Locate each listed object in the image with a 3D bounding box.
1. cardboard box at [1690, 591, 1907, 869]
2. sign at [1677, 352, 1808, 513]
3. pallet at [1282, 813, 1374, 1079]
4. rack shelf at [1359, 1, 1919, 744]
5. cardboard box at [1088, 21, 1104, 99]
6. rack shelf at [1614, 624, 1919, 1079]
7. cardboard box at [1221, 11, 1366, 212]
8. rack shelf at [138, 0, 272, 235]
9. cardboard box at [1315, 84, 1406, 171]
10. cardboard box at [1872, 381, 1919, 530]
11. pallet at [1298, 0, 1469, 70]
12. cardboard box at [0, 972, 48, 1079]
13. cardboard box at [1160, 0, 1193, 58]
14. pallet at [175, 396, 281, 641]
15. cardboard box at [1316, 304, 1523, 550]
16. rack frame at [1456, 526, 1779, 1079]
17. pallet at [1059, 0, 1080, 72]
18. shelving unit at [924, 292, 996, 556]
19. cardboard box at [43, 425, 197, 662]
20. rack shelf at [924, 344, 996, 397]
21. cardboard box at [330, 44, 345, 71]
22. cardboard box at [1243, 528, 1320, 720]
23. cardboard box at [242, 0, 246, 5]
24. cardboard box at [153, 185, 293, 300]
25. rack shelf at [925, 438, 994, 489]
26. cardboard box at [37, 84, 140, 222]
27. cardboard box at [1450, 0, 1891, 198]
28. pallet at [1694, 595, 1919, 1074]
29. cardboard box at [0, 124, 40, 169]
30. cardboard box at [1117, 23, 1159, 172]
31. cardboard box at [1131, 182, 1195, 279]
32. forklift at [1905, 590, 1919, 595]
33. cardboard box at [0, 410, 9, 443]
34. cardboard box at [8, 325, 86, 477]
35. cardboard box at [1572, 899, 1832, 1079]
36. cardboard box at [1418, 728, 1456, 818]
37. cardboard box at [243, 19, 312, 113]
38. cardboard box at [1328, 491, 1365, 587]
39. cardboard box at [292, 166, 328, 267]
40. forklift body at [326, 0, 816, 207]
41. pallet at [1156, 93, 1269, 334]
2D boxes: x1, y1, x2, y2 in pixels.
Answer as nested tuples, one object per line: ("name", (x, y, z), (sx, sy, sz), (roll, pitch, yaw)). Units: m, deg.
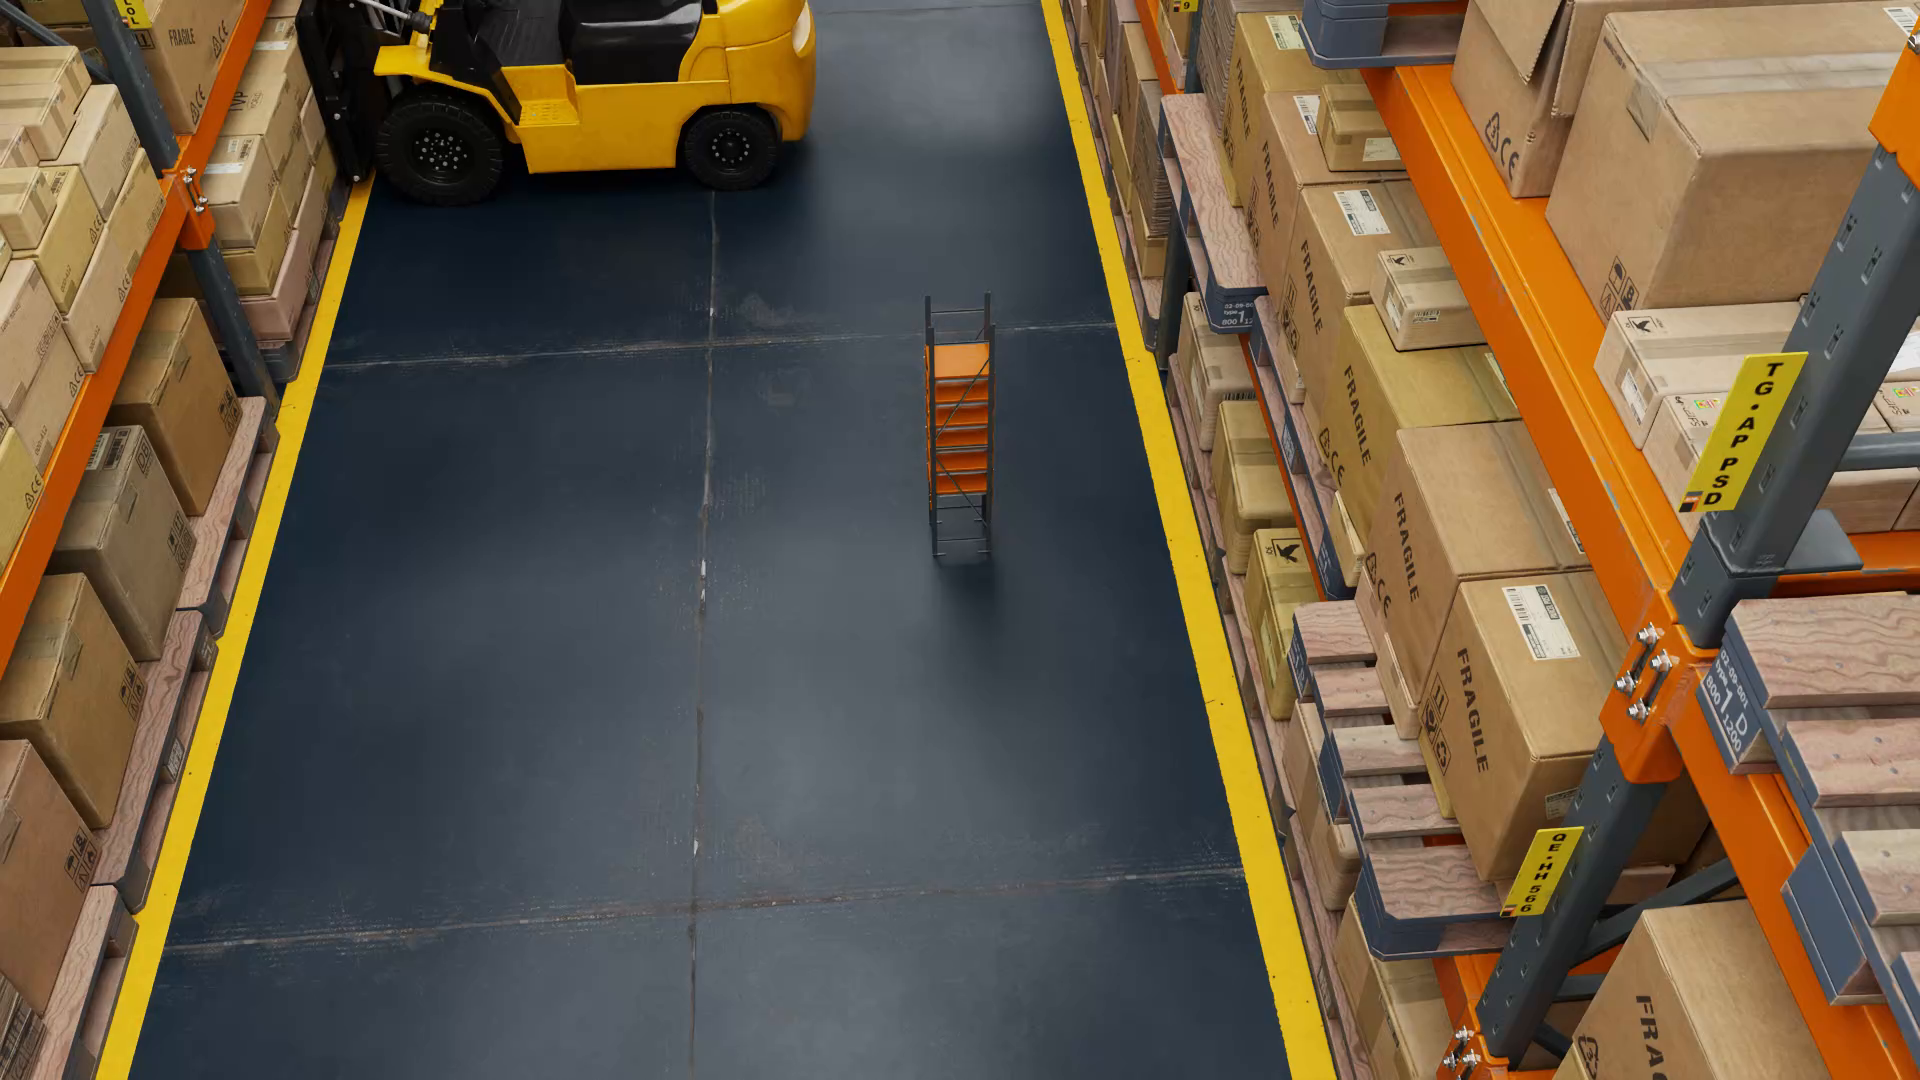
("cardboard box", (1.932, 0.397, 3.881), (0.500, 0.500, 0.500), (-5, 47, -4))
("sign", (1.199, -0.160, 2.550), (0.100, 0.325, 0.005), (-3, 47, -3))
("pallet", (1.676, 1.411, 5.404), (1.003, 0.211, 1.213), (-3, 47, -3))
("rack shelf", (1.572, -1.213, 4.399), (1.077, 0.370, 4.000), (-3, 47, -3))
("cardboard box", (0.955, -2.605, 8.892), (0.500, 0.250, 0.500), (-1, 47, -1))
("rack shelf", (1.907, 1.681, 1.658), (1.077, 0.370, 4.000), (-3, 47, -3))
("cardboard box", (1.201, -1.438, 5.620), (0.500, 0.500, 0.500), (-3, 47, -3))
("rack shelf", (-3.709, -2.771, 7.941), (1.077, 0.370, 4.000), (-3, 47, -3))
("cardboard box", (1.285, -1.239, 4.984), (0.380, 0.149, 0.250), (-1, 47, -1))
("cardboard box", (1.883, -0.165, 3.084), (0.380, 0.149, 0.250), (-3, 47, -3))
("pallet", (1.440, -1.640, 4.437), (1.213, 0.211, 1.003), (-3, 47, -3))
("cardboard box", (-3.245, 1.543, 4.706), (0.875, 0.625, 0.625), (-2, 47, -2))
("cardboard box", (1.120, -2.319, 6.743), (0.500, 0.500, 0.500), (-5, 47, -4))
("pallet", (-3.441, -0.082, 6.819), (1.003, 0.211, 1.213), (-3, 47, -3))
("cardboard box", (1.327, -0.313, 4.554), (0.500, 0.500, 0.500), (-6, 47, -6))
("rack frame", (1.739, 1.018, 3.856), (1.000, 3.000, 0.127), (-3, 47, -3))
("pallet", (1.109, -3.166, 9.740), (1.003, 0.211, 1.213), (-3, 47, -3))
("shelving unit", (-0.001, -0.423, 6.461), (0.258, 1.200, 0.189), (-3, 47, -3))
("cardboard box", (-3.429, 0.039, 6.130), (0.875, 0.625, 0.625), (-4, 47, -4))
("rack shelf", (-0.001, -0.640, 6.232), (0.258, 0.103, 0.180), (-3, 47, -3))
("cardboard box", (-3.390, -2.405, 8.359), (0.500, 0.250, 0.500), (-4, 47, -3))
("cardboard box", (1.575, 0.285, 6.071), (0.950, 0.372, 0.625), (-2, 47, -2))
("cardboard box", (-3.422, -2.685, 7.295), (0.500, 0.500, 0.500), (-4, 47, -4))
("cardboard box", (-3.274, -1.311, 7.323), (0.500, 0.250, 0.500), (-4, 47, -3))
("rack shelf", (-0.001, -0.310, 6.580), (0.258, 0.103, 0.180), (-3, 47, -3))
("cardboard box", (-3.245, -1.352, 5.860), (0.500, 0.250, 0.500), (-4, 47, -4))
("cardboard box", (1.583, -1.151, 3.773), (0.797, 0.503, 0.637), (-3, 47, -3))
("pallet", (1.846, 0.514, 2.398), (1.213, 0.211, 1.003), (-2, 47, -1))
("cardboard box", (-3.284, -1.230, 5.469), (0.380, 0.149, 0.250), (-4, 47, -3))
("cardboard box", (1.043, -2.112, 7.909), (0.500, 0.500, 0.500), (-3, 47, -3))
("cardboard box", (1.087, -1.486, 7.833), (0.500, 0.250, 0.500), (-2, 47, -1))
("forklift", (3.976, -0.295, 5.147), (1.130, 2.935, 3.031), (6, 47, 5))
("cardboard box", (-3.135, -0.244, 4.811), (0.500, 0.250, 0.500), (-3, 47, -3))
("cardboard box", (-3.180, -0.447, 5.347), (0.500, 0.250, 0.500), (-3, 47, -3))
("cardboard box", (1.537, 1.012, 3.105), (0.500, 0.500, 0.500), (-5, 47, -5))
("cardboard box", (1.383, 0.548, 4.186), (0.380, 0.149, 0.250), (-3, 47, -3))
("cardboard box", (-3.355, -2.213, 7.833), (0.500, 0.250, 0.500), (-2, 47, -2))
("cardboard box", (1.267, -0.013, 4.717), (0.380, 0.149, 0.250), (-3, 47, -3))
("cardboard box", (-3.310, -1.507, 7.852), (0.500, 0.250, 0.500), (-4, 47, -4))
("forklift body", (-1.899, -2.913, 8.164), (2.313, 2.155, 1.214), (-3, 47, -3))
("pallet", (1.324, -1.248, 6.135), (1.003, 0.211, 1.213), (-3, 47, -3))
